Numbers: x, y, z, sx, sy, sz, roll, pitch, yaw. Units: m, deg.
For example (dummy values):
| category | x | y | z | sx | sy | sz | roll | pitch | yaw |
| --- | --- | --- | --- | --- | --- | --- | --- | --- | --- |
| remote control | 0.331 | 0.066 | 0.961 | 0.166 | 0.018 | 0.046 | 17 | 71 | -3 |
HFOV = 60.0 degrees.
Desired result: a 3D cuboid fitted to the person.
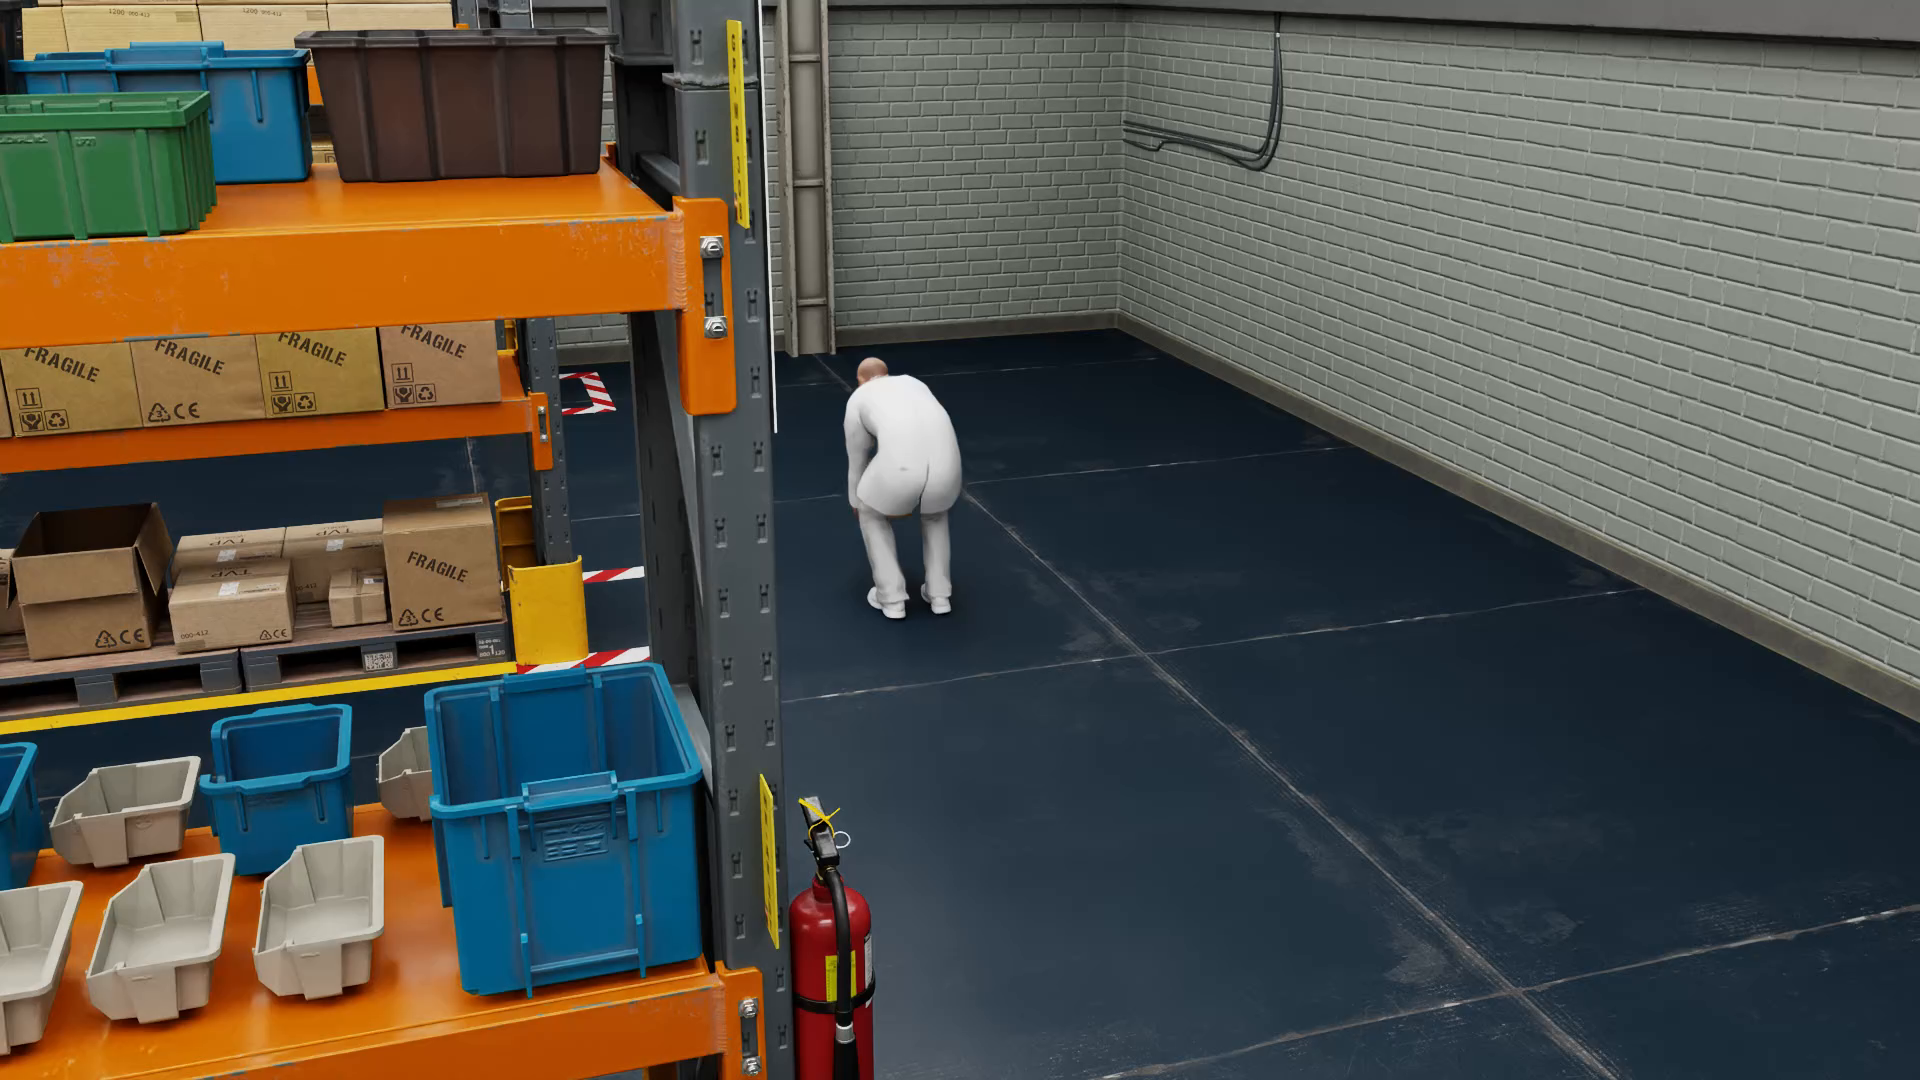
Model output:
| category | x | y | z | sx | sy | sz | roll | pitch | yaw |
| --- | --- | --- | --- | --- | --- | --- | --- | --- | --- |
| person | -0.320 | -0.286 | 8.763 | 0.576 | 1.231 | 0.923 | -7 | 20 | -19 |
